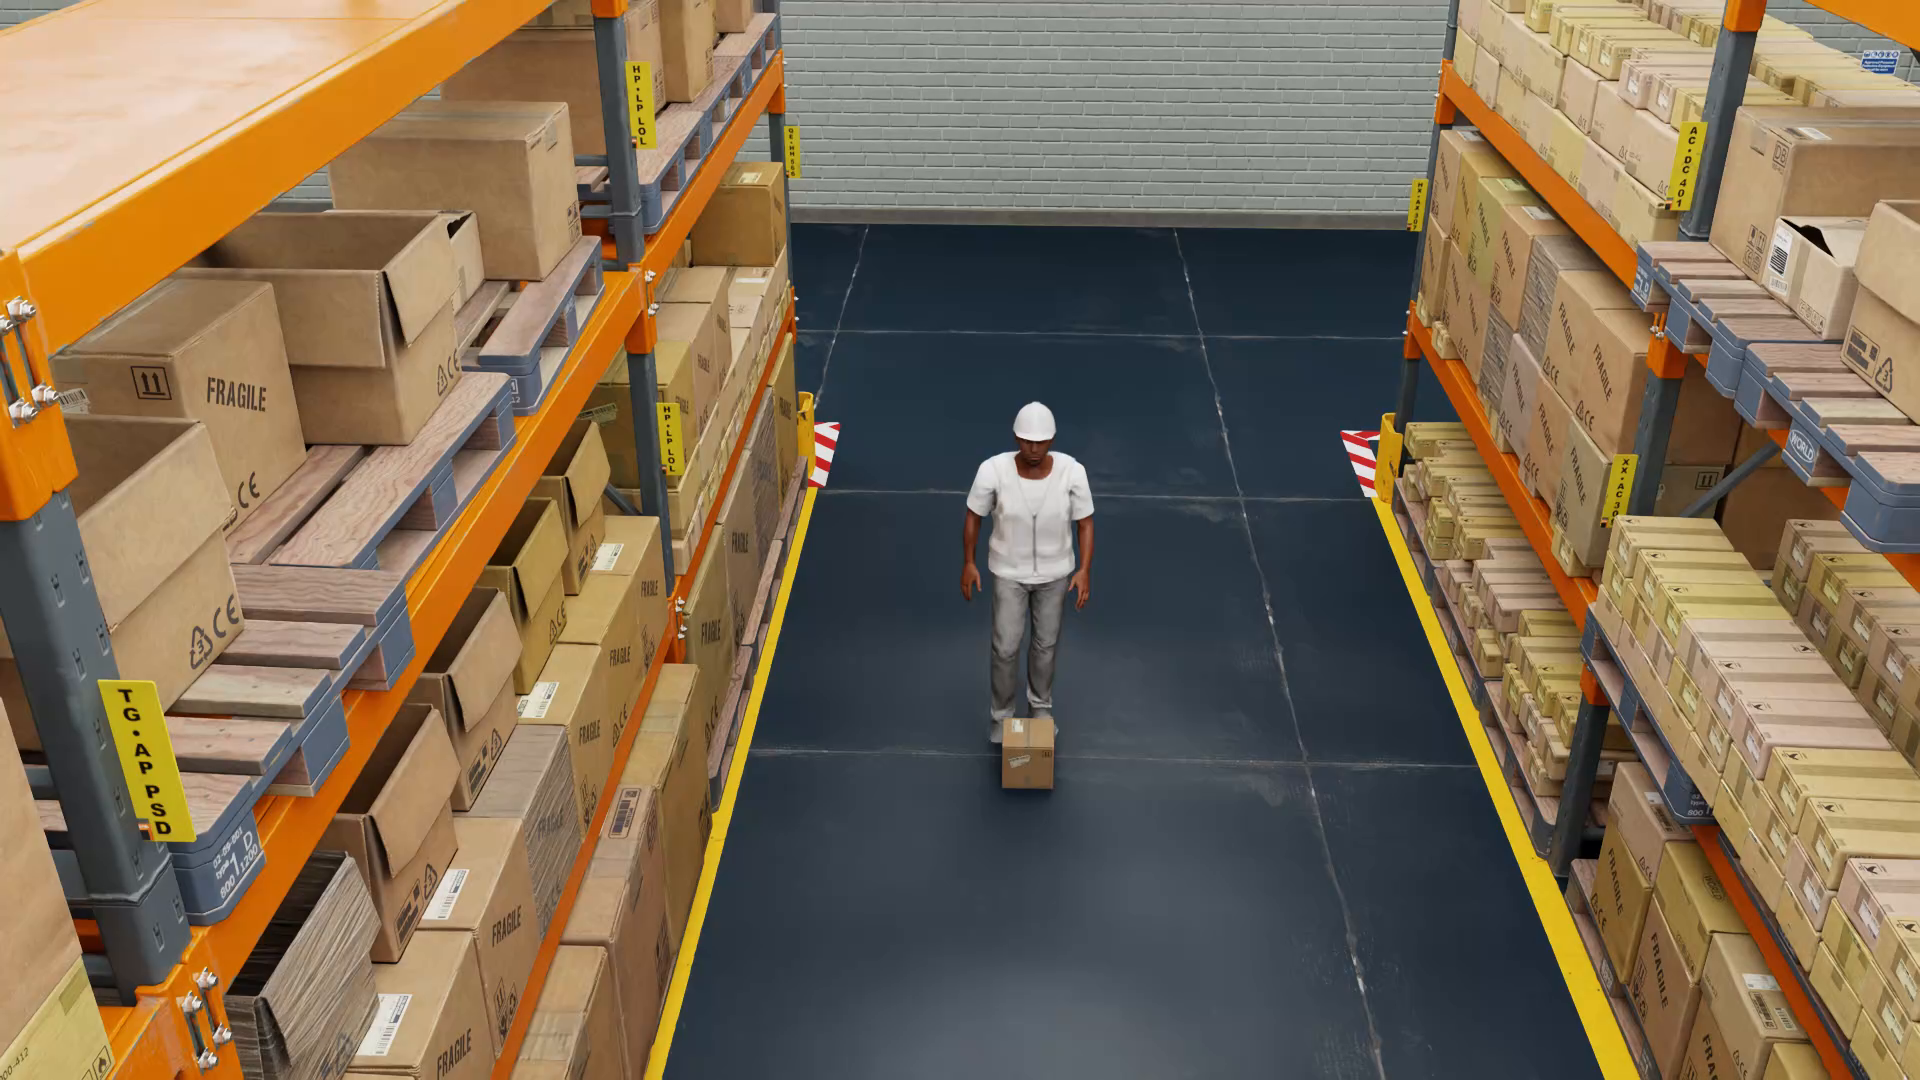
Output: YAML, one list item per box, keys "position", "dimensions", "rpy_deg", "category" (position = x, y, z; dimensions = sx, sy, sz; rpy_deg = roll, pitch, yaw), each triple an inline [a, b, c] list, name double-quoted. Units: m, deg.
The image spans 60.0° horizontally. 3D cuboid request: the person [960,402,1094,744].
- position: [0.339, 0.213, 8.276]
  dimensions: [0.661, 1.853, 0.468]
  rpy_deg: [-3, 28, -6]
  category: "person"
